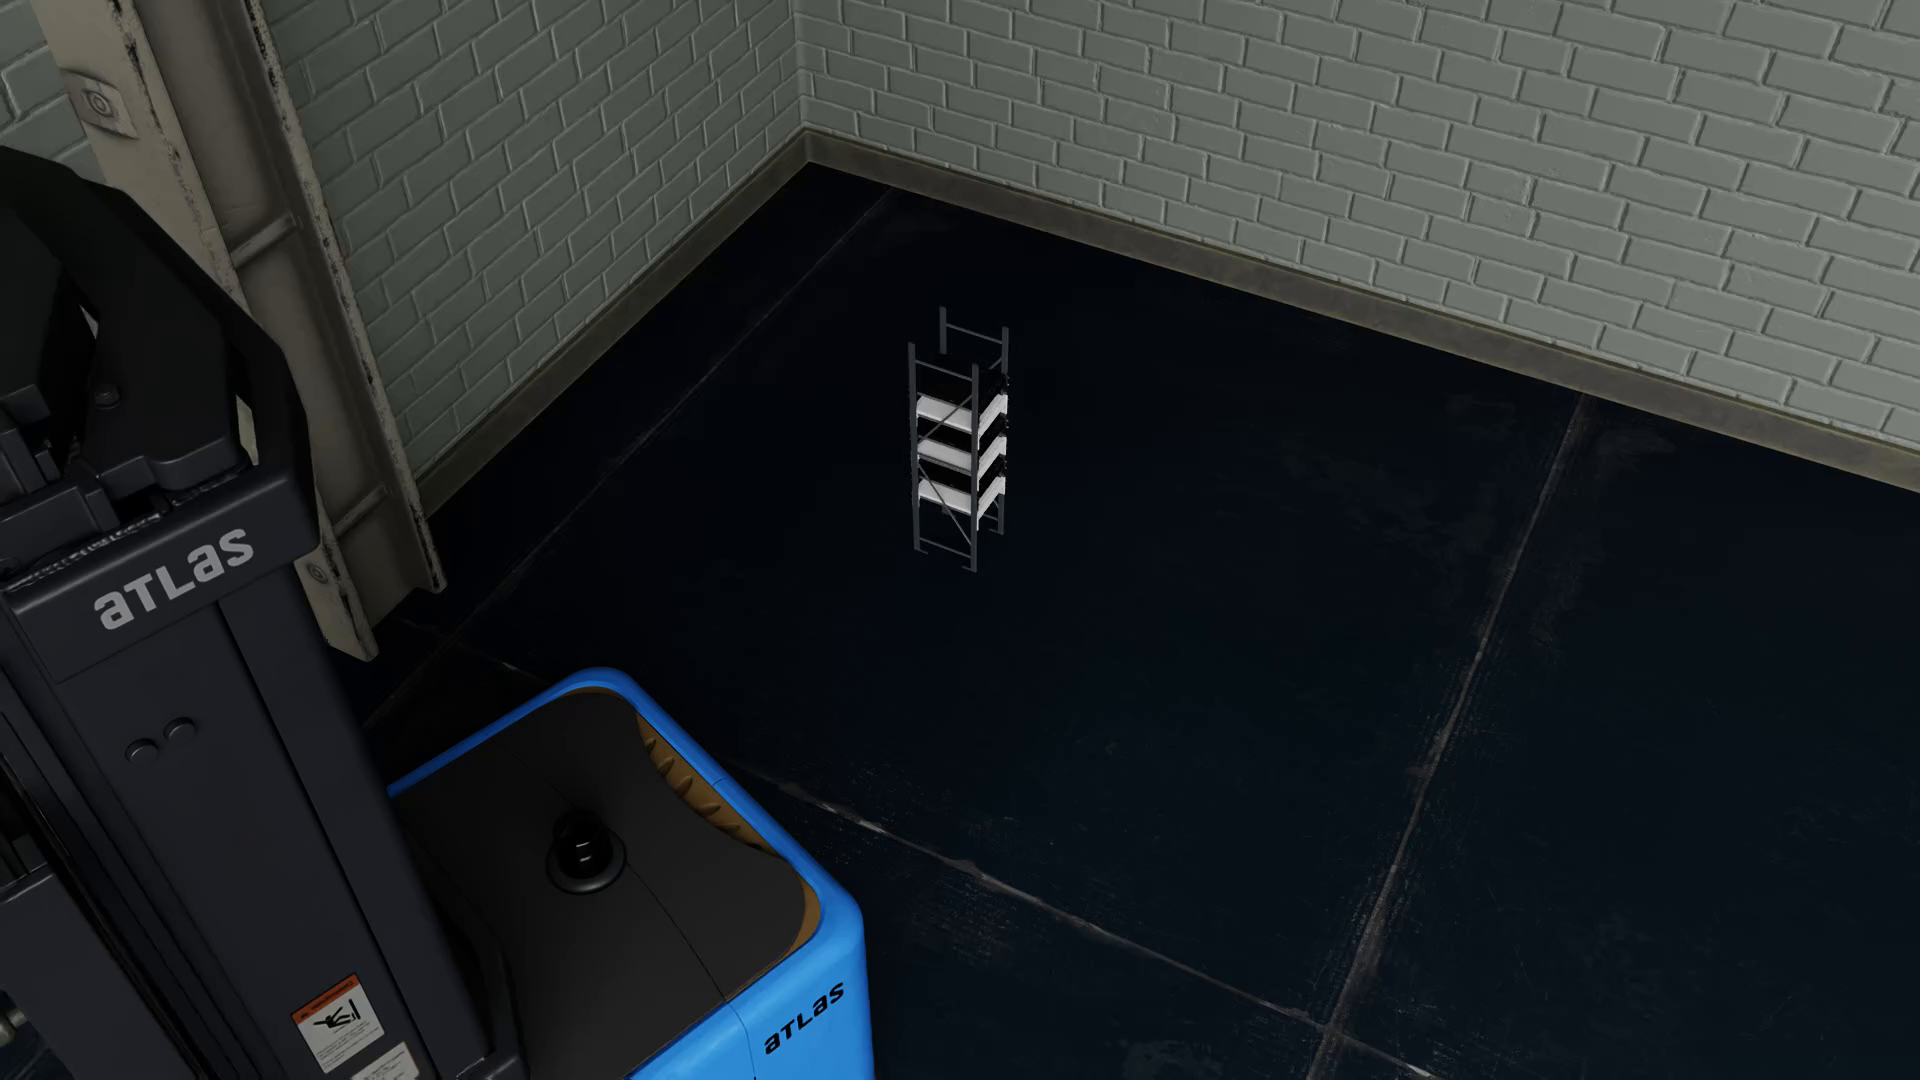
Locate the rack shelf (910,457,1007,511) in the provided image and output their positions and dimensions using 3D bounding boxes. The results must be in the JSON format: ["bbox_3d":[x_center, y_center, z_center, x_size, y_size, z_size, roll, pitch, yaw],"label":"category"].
[{"bbox_3d":[-0.004,-0.225,5.513,0.258,0.077,0.200,20,49,19],"label":"rack shelf"}]

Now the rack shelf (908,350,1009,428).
[{"bbox_3d":[-0.004,-0.478,5.257,0.258,0.077,0.200,20,49,19],"label":"rack shelf"}]

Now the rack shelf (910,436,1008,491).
[{"bbox_3d":[-0.004,-0.288,5.449,0.258,0.077,0.200,20,49,19],"label":"rack shelf"}]

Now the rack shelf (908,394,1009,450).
[{"bbox_3d":[-0.004,-0.414,5.321,0.258,0.077,0.200,20,49,19],"label":"rack shelf"}]

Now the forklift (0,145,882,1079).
[{"bbox_3d":[-1.616,0.961,2.739,3.031,2.935,1.130,-33,54,-28],"label":"forklift"}]

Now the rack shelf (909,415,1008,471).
[{"bbox_3d":[-0.004,-0.351,5.385,0.258,0.077,0.200,20,49,19],"label":"rack shelf"}]

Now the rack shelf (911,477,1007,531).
[{"bbox_3d":[-0.004,-0.161,5.577,0.258,0.077,0.200,20,49,19],"label":"rack shelf"}]

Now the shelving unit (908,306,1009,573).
[{"bbox_3d":[-0.004,-0.311,5.425,0.258,0.900,0.210,20,49,19],"label":"shelving unit"}]

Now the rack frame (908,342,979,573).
[{"bbox_3d":[-0.051,-0.247,5.362,0.240,0.900,0.006,20,49,19],"label":"rack frame"}]

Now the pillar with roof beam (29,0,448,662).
[{"bbox_3d":[1.863,-1.522,0.927,9.100,9.000,0.400,20,49,19],"label":"pillar with roof beam"}]

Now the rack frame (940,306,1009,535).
[{"bbox_3d":[0.043,-0.375,5.488,0.240,0.900,0.006,20,49,19],"label":"rack frame"}]
